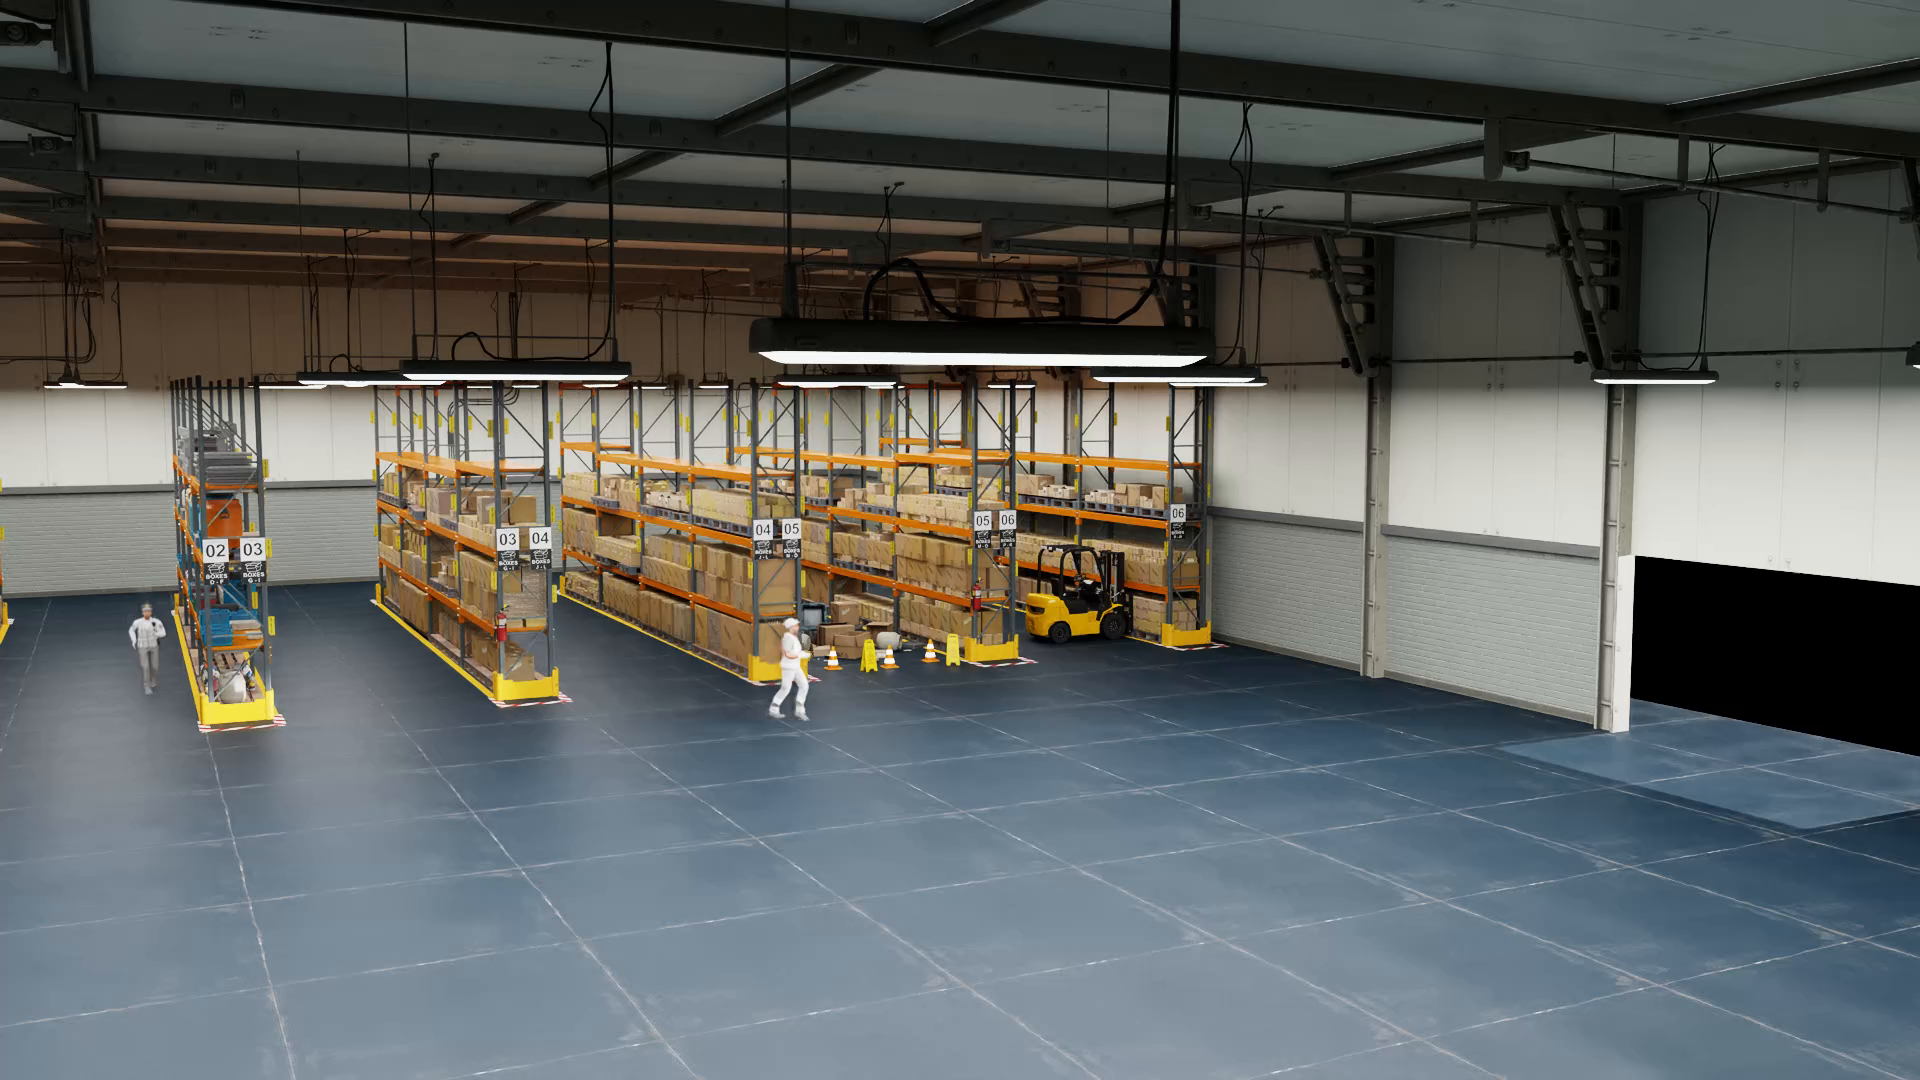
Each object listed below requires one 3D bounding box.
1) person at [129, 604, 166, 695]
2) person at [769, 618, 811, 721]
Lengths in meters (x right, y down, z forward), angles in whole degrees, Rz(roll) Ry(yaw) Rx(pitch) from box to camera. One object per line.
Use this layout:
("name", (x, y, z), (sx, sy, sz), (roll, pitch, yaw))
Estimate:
("person", (-15.454, 2.044, 31.666), (0.613, 1.677, 0.941), (-3, 6, -29))
("person", (-2.947, 2.264, 28.878), (0.797, 1.831, 0.636), (1, 5, 13))
